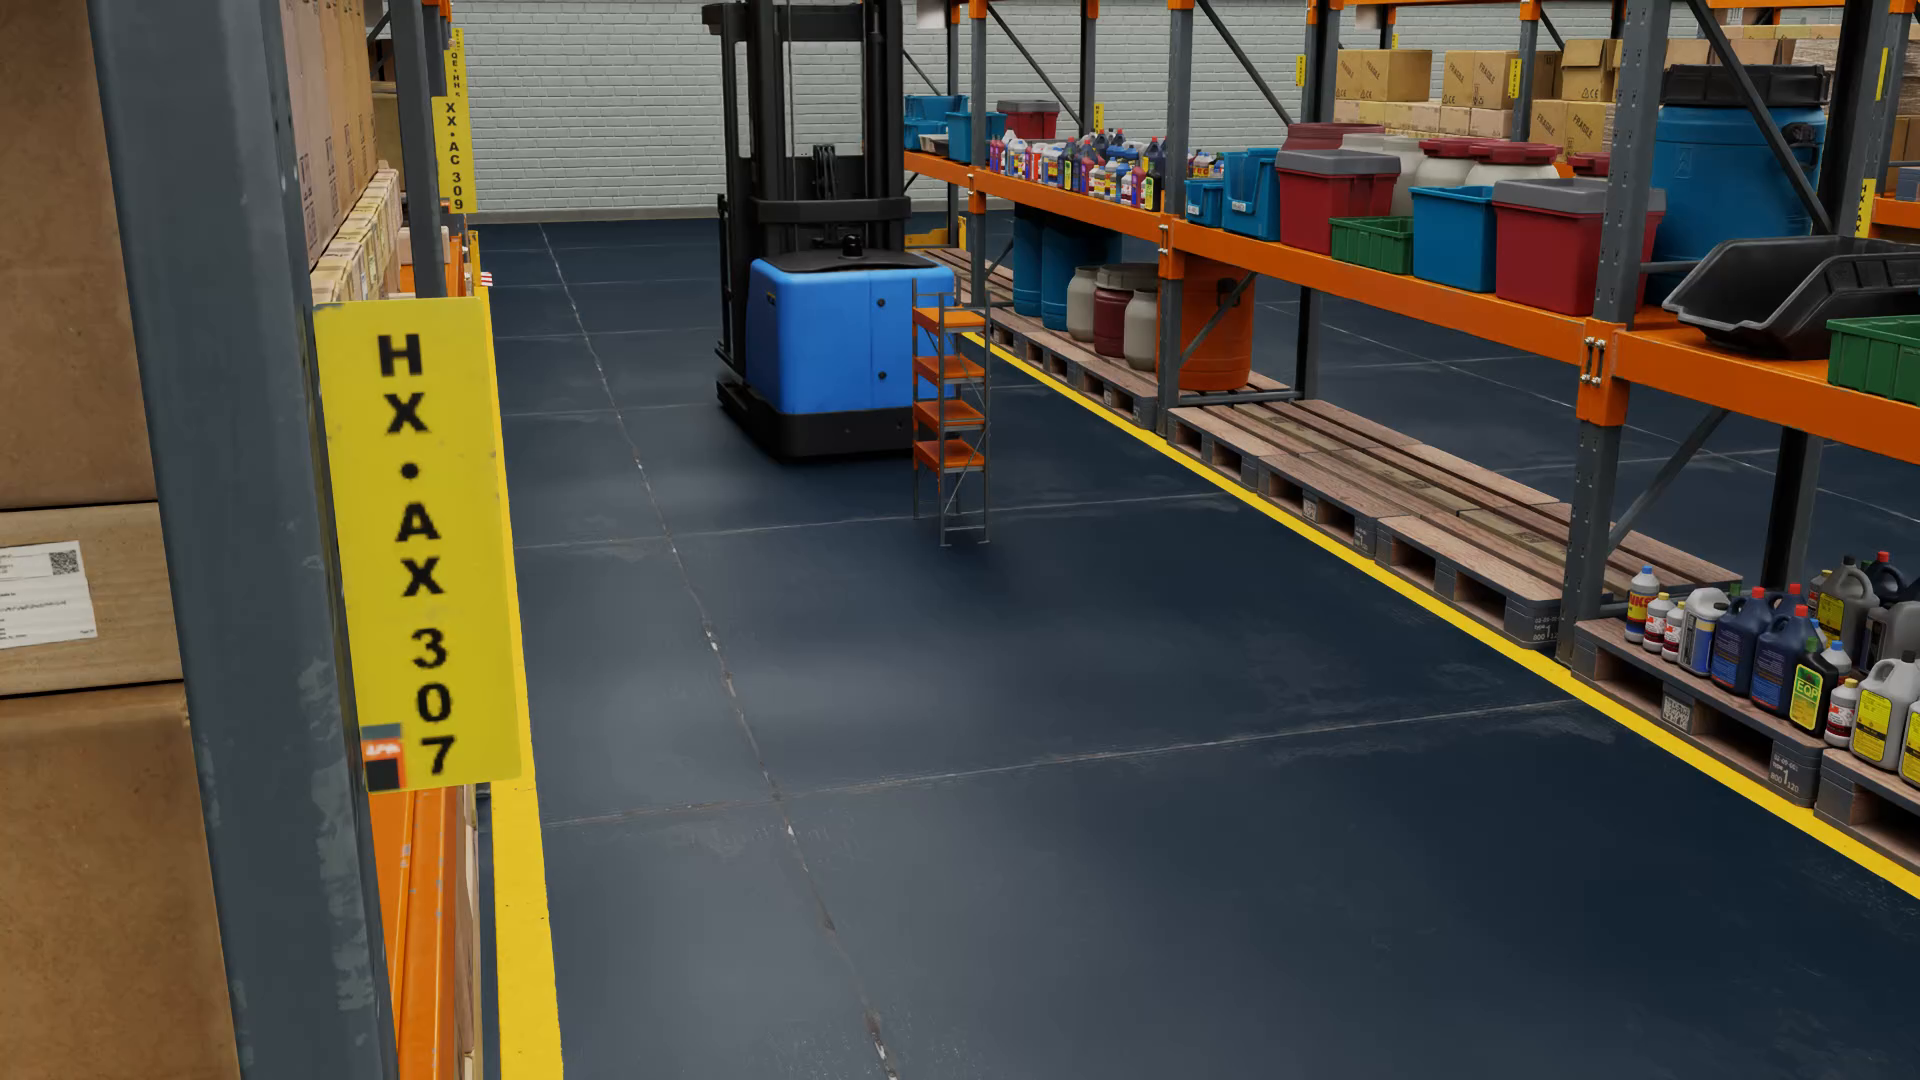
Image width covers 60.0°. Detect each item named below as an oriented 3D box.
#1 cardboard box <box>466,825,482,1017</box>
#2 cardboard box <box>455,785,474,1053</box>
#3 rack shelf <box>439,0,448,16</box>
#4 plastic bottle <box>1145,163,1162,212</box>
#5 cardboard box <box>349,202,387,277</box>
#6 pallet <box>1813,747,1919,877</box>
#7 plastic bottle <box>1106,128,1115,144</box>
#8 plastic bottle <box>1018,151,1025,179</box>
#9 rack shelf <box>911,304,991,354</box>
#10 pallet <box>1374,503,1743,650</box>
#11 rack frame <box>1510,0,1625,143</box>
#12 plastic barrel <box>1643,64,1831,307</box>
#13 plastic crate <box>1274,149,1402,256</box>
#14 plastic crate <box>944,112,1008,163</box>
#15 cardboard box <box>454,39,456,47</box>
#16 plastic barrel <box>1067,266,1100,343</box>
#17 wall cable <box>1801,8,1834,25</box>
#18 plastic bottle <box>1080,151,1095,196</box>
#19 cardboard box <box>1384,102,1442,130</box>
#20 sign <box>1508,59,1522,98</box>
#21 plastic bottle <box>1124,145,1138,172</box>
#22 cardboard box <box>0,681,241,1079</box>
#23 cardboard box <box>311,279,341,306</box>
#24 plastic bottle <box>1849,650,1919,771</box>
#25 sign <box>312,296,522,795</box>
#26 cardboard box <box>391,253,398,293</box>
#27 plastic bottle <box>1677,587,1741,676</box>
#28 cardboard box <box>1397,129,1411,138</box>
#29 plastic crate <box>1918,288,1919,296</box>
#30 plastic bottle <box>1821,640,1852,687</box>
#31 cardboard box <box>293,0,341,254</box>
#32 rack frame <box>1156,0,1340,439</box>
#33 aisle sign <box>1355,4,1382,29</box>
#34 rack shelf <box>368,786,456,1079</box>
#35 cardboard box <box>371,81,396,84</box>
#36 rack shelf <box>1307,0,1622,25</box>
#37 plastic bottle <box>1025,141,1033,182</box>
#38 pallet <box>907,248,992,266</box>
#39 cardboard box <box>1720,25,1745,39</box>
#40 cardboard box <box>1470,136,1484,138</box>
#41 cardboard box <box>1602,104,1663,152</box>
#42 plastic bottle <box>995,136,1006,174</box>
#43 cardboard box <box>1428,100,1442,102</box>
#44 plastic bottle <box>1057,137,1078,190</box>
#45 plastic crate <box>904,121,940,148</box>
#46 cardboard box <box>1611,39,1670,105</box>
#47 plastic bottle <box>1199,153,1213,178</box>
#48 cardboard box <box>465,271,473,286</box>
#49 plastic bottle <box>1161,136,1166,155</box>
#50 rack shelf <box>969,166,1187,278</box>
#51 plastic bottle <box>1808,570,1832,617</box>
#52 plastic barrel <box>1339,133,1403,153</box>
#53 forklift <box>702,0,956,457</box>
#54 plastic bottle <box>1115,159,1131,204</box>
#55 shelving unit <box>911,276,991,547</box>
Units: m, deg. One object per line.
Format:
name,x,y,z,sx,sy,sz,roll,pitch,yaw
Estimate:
cardboard box,-1.362,0.900,3.792,0.500,0.250,0.500,-5,17,-15
cardboard box,-1.223,0.679,3.224,0.500,0.500,0.500,-5,17,-15
rack shelf,-3.628,-3.355,9.943,1.077,0.370,4.000,-5,17,-15
plastic bottle,1.164,-2.122,10.007,0.061,0.283,0.133,-5,17,-15
cardboard box,-1.421,-0.622,3.507,0.380,0.149,0.250,-5,17,-16
pallet,3.268,0.869,4.693,1.003,0.211,1.213,-5,17,-15
plastic bottle,1.153,-2.955,12.660,0.144,0.351,0.185,-5,17,-15
plastic bottle,0.480,-2.791,12.375,0.097,0.201,0.097,0,17,0
rack shelf,-0.045,-0.997,7.819,0.258,0.148,0.480,-5,17,-15
pallet,2.531,0.128,7.160,1.003,0.211,1.213,-5,17,-15
rack frame,5.348,-3.598,14.717,1.000,3.000,0.127,-5,17,-15
plastic barrel,2.970,-1.365,6.410,0.600,0.901,0.708,-5,17,-15
plastic crate,1.835,-1.660,8.152,0.402,0.464,0.583,-5,17,-15
plastic crate,0.130,-3.330,13.747,0.392,0.384,0.575,-5,17,-15
cardboard box,-4.463,-3.923,13.886,0.500,0.500,0.500,-4,17,-14
plastic barrel,0.983,-1.705,12.010,0.421,0.512,0.421,0,17,0
wall cable,13.566,-7.648,26.433,0.588,1.984,0.122,-5,17,-15
plastic bottle,0.850,-2.439,11.059,0.061,0.283,0.133,-5,17,-15
cardboard box,4.554,-4.195,16.446,0.500,0.250,0.500,-5,17,-16
sign,4.815,-4.006,14.433,0.100,0.325,0.005,-5,17,-15
plastic bottle,1.230,-2.705,11.966,0.097,0.271,0.097,0,17,0
cardboard box,-0.996,0.325,1.482,0.700,0.500,0.500,-5,17,-15
cardboard box,-1.066,-0.266,2.323,0.380,0.149,0.250,-5,18,-17
plastic bottle,2.776,0.490,4.946,0.144,0.351,0.185,-5,17,-16
sign,-0.345,0.008,1.067,0.100,0.325,0.005,-5,17,-15
cardboard box,-2.457,-1.149,6.389,0.500,0.500,0.500,-5,17,-15
plastic bottle,2.566,0.310,5.676,0.152,0.276,0.135,-4,17,-13
cardboard box,4.527,-3.962,16.365,0.380,0.149,0.250,-4,17,-14
plastic crate,3.350,-0.638,5.120,0.499,0.251,0.616,-5,17,-15
plastic bottle,2.736,0.448,5.224,0.097,0.271,0.097,0,17,0
cardboard box,-1.437,-0.734,2.752,0.700,0.500,0.500,-5,17,-15
rack frame,1.685,-2.100,9.730,1.000,3.000,0.127,-5,17,-15
aisle sign,4.518,-5.993,18.171,0.394,0.787,0.004,-5,17,-15
rack shelf,-1.429,0.295,3.008,1.077,0.370,4.000,-5,17,-15
cardboard box,-4.263,-2.916,11.543,0.700,0.500,0.500,-12,20,-34
rack shelf,4.799,-5.243,16.230,1.077,0.370,4.000,-5,17,-15
plastic bottle,0.521,-2.770,12.162,0.061,0.283,0.133,-5,17,-15
pallet,-0.324,-2.746,16.728,1.003,0.211,1.213,-5,17,-15
cardboard box,8.914,-5.593,18.928,0.500,0.500,0.500,-5,17,-16
cardboard box,4.878,-3.608,15.185,0.380,0.149,0.250,-4,17,-14
cardboard box,5.510,-3.222,13.289,0.500,0.500,0.500,-5,17,-17
plastic bottle,0.313,-2.979,12.857,0.061,0.283,0.133,-5,17,-15
cardboard box,4.916,-4.381,17.067,0.500,0.250,0.500,-5,18,-17
plastic bottle,0.759,-2.606,11.500,0.144,0.351,0.185,-5,17,-15
plastic crate,-0.400,-3.803,15.586,0.416,0.233,0.300,-5,17,-15
cardboard box,5.709,-3.760,13.337,0.797,0.503,0.637,-5,17,-15
plastic bottle,1.644,-2.447,11.107,0.097,0.271,0.097,0,17,0
cardboard box,-3.639,-1.578,11.573,0.500,0.500,0.500,-5,17,-15
plastic bottle,1.456,-2.650,11.646,0.144,0.351,0.185,-5,17,-15
rack shelf,1.136,-2.309,11.675,1.077,0.370,4.000,-5,17,-15
plastic bottle,3.184,0.211,6.134,0.097,0.201,0.097,0,17,0
plastic barrel,2.173,-1.886,8.823,0.421,0.512,0.421,0,17,0
forklift,-0.952,-2.250,10.349,1.130,2.935,3.031,-5,18,-17
plastic bottle,1.033,-2.268,10.511,0.097,0.271,0.097,0,17,0
shelving unit,-0.045,-0.620,7.932,0.258,1.200,0.503,-5,17,-15
